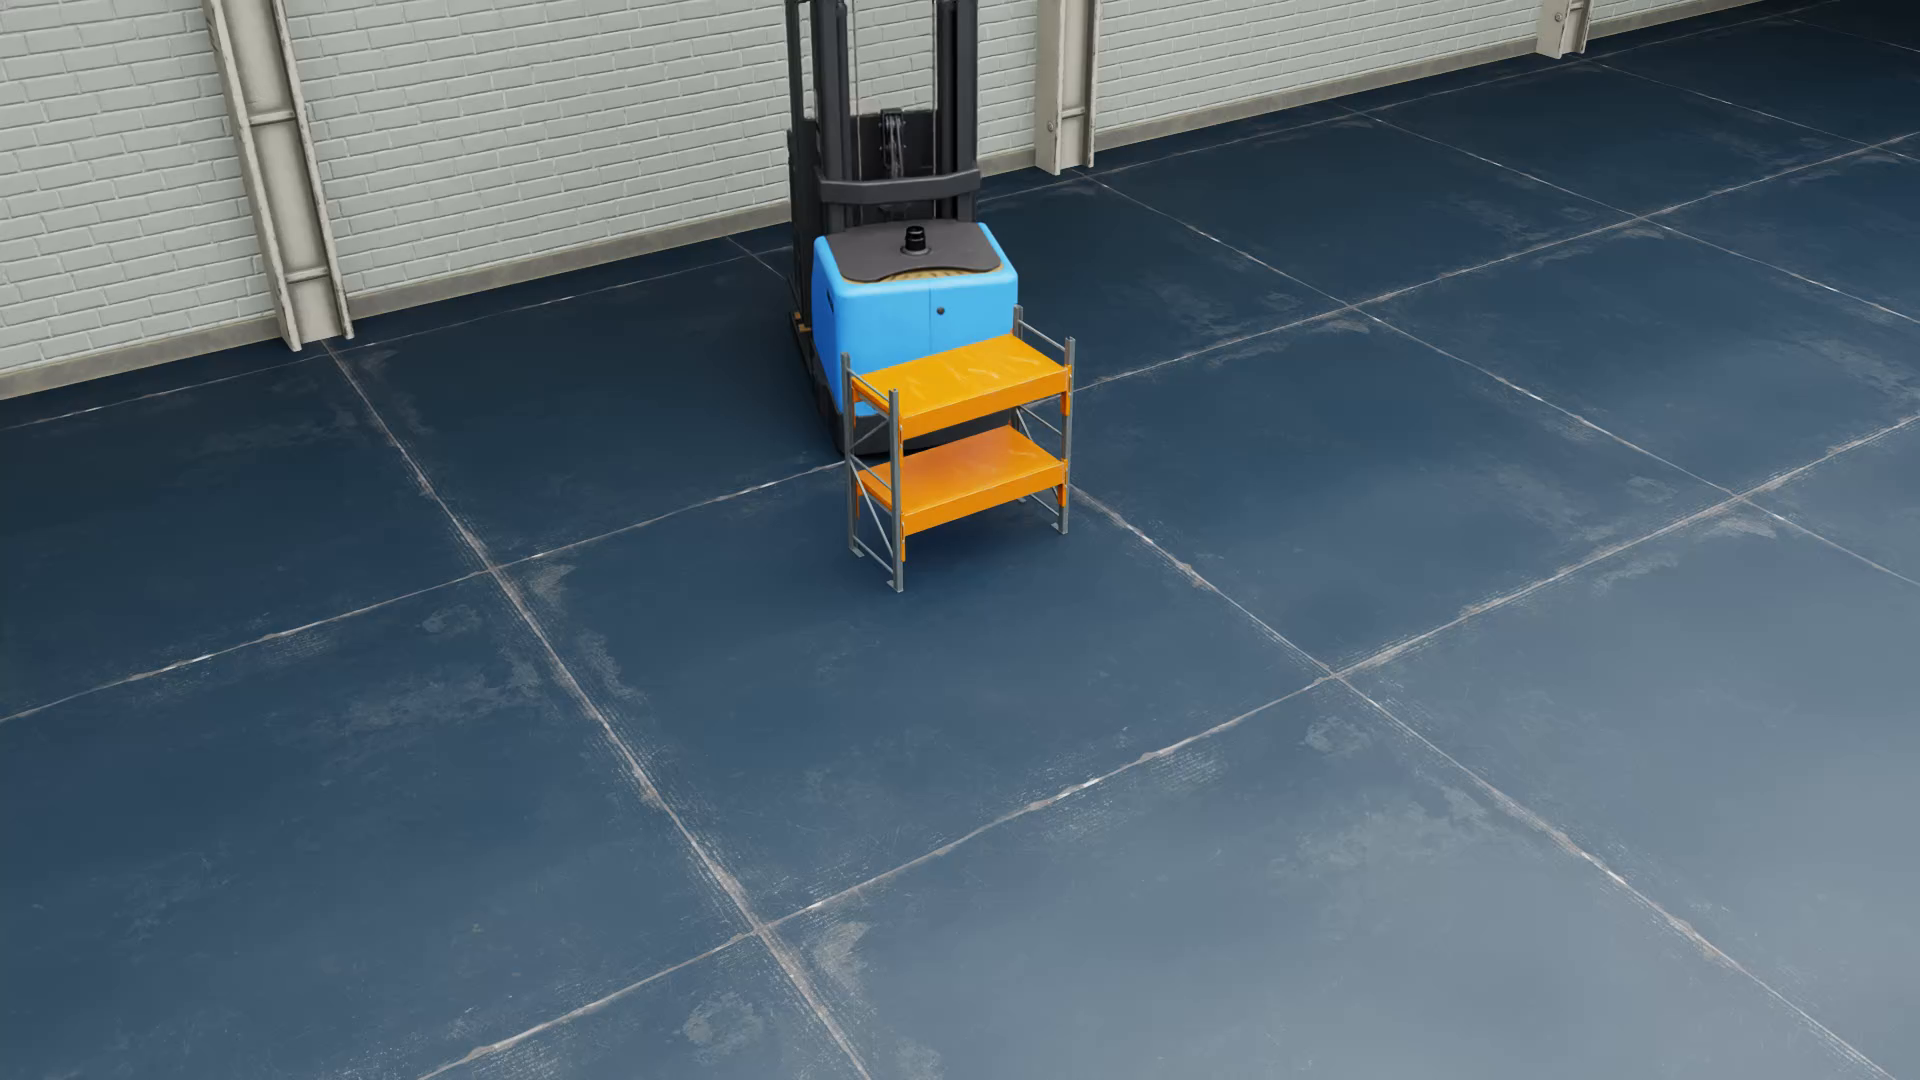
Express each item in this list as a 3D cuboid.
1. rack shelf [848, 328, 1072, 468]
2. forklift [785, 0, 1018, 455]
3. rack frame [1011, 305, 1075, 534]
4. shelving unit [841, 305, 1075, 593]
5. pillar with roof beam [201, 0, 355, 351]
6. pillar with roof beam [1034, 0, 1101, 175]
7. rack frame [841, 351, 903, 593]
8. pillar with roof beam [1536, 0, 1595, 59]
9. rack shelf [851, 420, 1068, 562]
[{"bbox_3d":[-0.006,-0.721,8.291,1.000,0.278,0.538,-19,37,-27],"label":"rack shelf"},{"bbox_3d":[-0.494,-2.496,9.959,1.130,2.935,3.031,-7,33,-11],"label":"forklift"},{"bbox_3d":[0.422,-0.621,8.680,0.032,1.125,0.500,-19,37,-27],"label":"rack frame"},{"bbox_3d":[-0.006,-0.474,8.447,1.048,1.125,0.538,-19,37,-27],"label":"shelving unit"},{"bbox_3d":[-1.863,-3.209,5.403,0.400,9.000,9.100,-19,37,-27],"label":"pillar with roof beam"},{"bbox_3d":[3.180,-4.944,8.153,0.400,9.000,9.100,-19,37,-27],"label":"pillar with roof beam"},{"bbox_3d":[-0.433,-0.327,8.214,0.032,1.125,0.500,-19,37,-27],"label":"rack frame"},{"bbox_3d":[8.223,-6.678,10.902,0.400,9.000,9.100,-19,37,-27],"label":"pillar with roof beam"},{"bbox_3d":[-0.006,-0.267,8.577,1.000,0.278,0.538,-19,37,-27],"label":"rack shelf"}]
